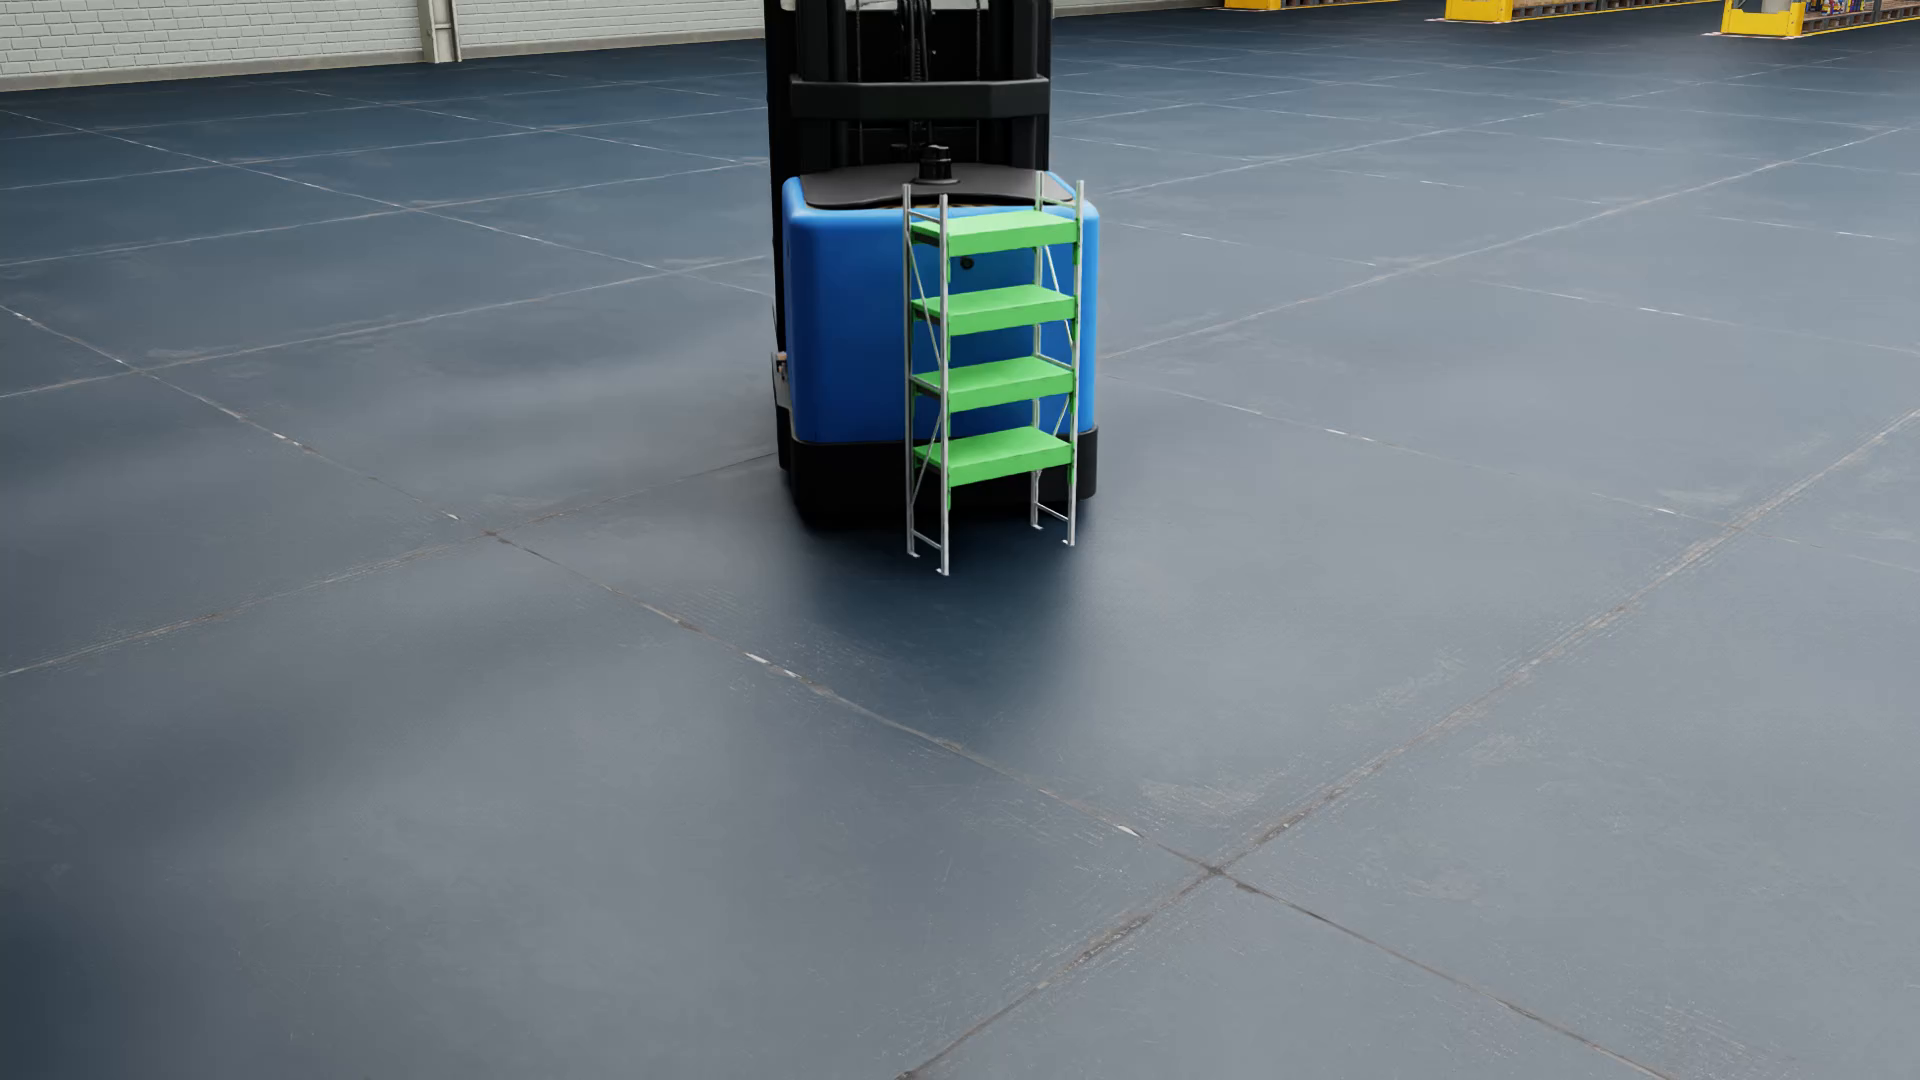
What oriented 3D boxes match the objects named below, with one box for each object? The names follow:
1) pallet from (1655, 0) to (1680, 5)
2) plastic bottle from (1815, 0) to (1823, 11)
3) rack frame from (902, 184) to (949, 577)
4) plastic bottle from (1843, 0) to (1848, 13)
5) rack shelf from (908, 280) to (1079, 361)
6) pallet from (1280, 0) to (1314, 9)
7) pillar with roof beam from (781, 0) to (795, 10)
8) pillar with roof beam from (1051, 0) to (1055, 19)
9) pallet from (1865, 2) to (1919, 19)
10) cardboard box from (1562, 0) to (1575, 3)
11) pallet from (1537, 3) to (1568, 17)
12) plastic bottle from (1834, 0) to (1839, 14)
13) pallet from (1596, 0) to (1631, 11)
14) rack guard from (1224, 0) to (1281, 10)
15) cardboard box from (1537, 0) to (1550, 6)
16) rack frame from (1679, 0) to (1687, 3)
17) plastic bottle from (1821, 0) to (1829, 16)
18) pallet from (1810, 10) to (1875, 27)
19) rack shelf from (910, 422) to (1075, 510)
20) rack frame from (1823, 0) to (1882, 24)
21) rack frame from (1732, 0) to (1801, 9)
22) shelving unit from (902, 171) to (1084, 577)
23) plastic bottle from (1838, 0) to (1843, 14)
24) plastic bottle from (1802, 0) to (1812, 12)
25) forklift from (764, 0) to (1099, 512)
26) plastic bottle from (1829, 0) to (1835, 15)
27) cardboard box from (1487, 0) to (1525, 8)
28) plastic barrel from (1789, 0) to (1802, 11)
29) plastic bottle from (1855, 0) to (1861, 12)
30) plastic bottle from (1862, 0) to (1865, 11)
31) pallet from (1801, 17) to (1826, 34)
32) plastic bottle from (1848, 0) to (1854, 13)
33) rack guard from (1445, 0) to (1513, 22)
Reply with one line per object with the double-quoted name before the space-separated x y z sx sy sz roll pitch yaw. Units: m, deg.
"pallet" 14.318 -11.328 34.753 1.003 0.211 1.213 19 28 41
"plastic bottle" 14.919 -9.392 28.908 0.144 0.351 0.185 19 28 41
"rack frame" -0.106 -0.482 5.155 0.015 1.200 0.240 -12 24 -29
"plastic bottle" 14.958 -9.086 28.216 0.135 0.276 0.152 -20 28 -41
"rack shelf" 0.102 -0.692 5.211 0.480 0.148 0.258 -12 24 -29
"pallet" 6.432 -10.932 33.722 1.003 0.211 1.213 19 28 41
"pillar with roof beam" 0.369 -11.049 21.777 9.100 9.000 0.400 19 28 41
"pillar with roof beam" 4.555 -12.591 25.790 9.100 9.000 0.400 19 28 41
"pallet" 17.047 -9.788 30.746 1.003 0.211 1.213 19 28 41
"cardboard box" 11.269 -10.284 31.396 0.500 0.250 0.500 19 28 41
"pallet" 10.694 -9.993 31.279 1.003 0.211 1.213 19 28 41
"plastic bottle" 14.683 -8.968 27.916 0.097 0.271 0.097 0 21 0
"pallet" 12.616 -10.701 33.121 1.003 0.211 1.213 19 28 41
"rack guard" 5.840 -10.867 33.150 1.175 0.500 0.348 19 28 41
"cardboard box" 10.568 -10.028 30.730 0.500 0.250 0.500 19 28 41
"rack frame" 14.920 -12.832 34.778 1.000 3.000 0.127 19 28 41
"plastic bottle" 14.374 -8.854 27.620 0.097 0.271 0.097 0 21 0
"pallet" 15.178 -9.099 28.953 1.003 0.211 1.213 19 28 41
"rack shelf" 0.102 -0.244 5.383 0.480 0.148 0.258 -12 24 -29
"rack frame" 15.676 -10.563 28.875 1.000 3.000 0.127 19 28 41
"rack frame" 12.886 -9.535 26.200 1.000 3.000 0.127 19 28 41
"shelving unit" 0.102 -0.527 5.274 0.503 1.200 0.258 -12 24 -29
"plastic bottle" 14.824 -9.020 28.052 0.097 0.271 0.097 0 21 0
"plastic bottle" 14.511 -9.205 28.525 0.152 0.276 0.135 19 28 41
"forklift" -0.229 -1.953 6.571 1.130 2.935 3.031 -3 21 -7
"plastic bottle" 14.545 -8.914 27.757 0.133 0.283 0.061 -20 28 -41
"cardboard box" 9.873 -9.770 30.060 0.500 0.250 0.500 19 28 41
"plastic barrel" 13.640 -8.886 27.396 0.421 0.512 0.421 0 21 0
"plastic bottle" 15.433 -9.294 28.653 0.144 0.351 0.185 18 28 39
"plastic bottle" 15.646 -9.291 28.853 0.097 0.201 0.097 0 21 0
"pallet" 13.475 -8.472 27.321 1.003 0.211 1.213 19 28 41
"plastic bottle" 15.216 -9.161 28.401 0.133 0.283 0.061 -18 27 -39
"rack guard" 9.322 -9.602 29.860 1.175 0.500 0.348 19 28 41
